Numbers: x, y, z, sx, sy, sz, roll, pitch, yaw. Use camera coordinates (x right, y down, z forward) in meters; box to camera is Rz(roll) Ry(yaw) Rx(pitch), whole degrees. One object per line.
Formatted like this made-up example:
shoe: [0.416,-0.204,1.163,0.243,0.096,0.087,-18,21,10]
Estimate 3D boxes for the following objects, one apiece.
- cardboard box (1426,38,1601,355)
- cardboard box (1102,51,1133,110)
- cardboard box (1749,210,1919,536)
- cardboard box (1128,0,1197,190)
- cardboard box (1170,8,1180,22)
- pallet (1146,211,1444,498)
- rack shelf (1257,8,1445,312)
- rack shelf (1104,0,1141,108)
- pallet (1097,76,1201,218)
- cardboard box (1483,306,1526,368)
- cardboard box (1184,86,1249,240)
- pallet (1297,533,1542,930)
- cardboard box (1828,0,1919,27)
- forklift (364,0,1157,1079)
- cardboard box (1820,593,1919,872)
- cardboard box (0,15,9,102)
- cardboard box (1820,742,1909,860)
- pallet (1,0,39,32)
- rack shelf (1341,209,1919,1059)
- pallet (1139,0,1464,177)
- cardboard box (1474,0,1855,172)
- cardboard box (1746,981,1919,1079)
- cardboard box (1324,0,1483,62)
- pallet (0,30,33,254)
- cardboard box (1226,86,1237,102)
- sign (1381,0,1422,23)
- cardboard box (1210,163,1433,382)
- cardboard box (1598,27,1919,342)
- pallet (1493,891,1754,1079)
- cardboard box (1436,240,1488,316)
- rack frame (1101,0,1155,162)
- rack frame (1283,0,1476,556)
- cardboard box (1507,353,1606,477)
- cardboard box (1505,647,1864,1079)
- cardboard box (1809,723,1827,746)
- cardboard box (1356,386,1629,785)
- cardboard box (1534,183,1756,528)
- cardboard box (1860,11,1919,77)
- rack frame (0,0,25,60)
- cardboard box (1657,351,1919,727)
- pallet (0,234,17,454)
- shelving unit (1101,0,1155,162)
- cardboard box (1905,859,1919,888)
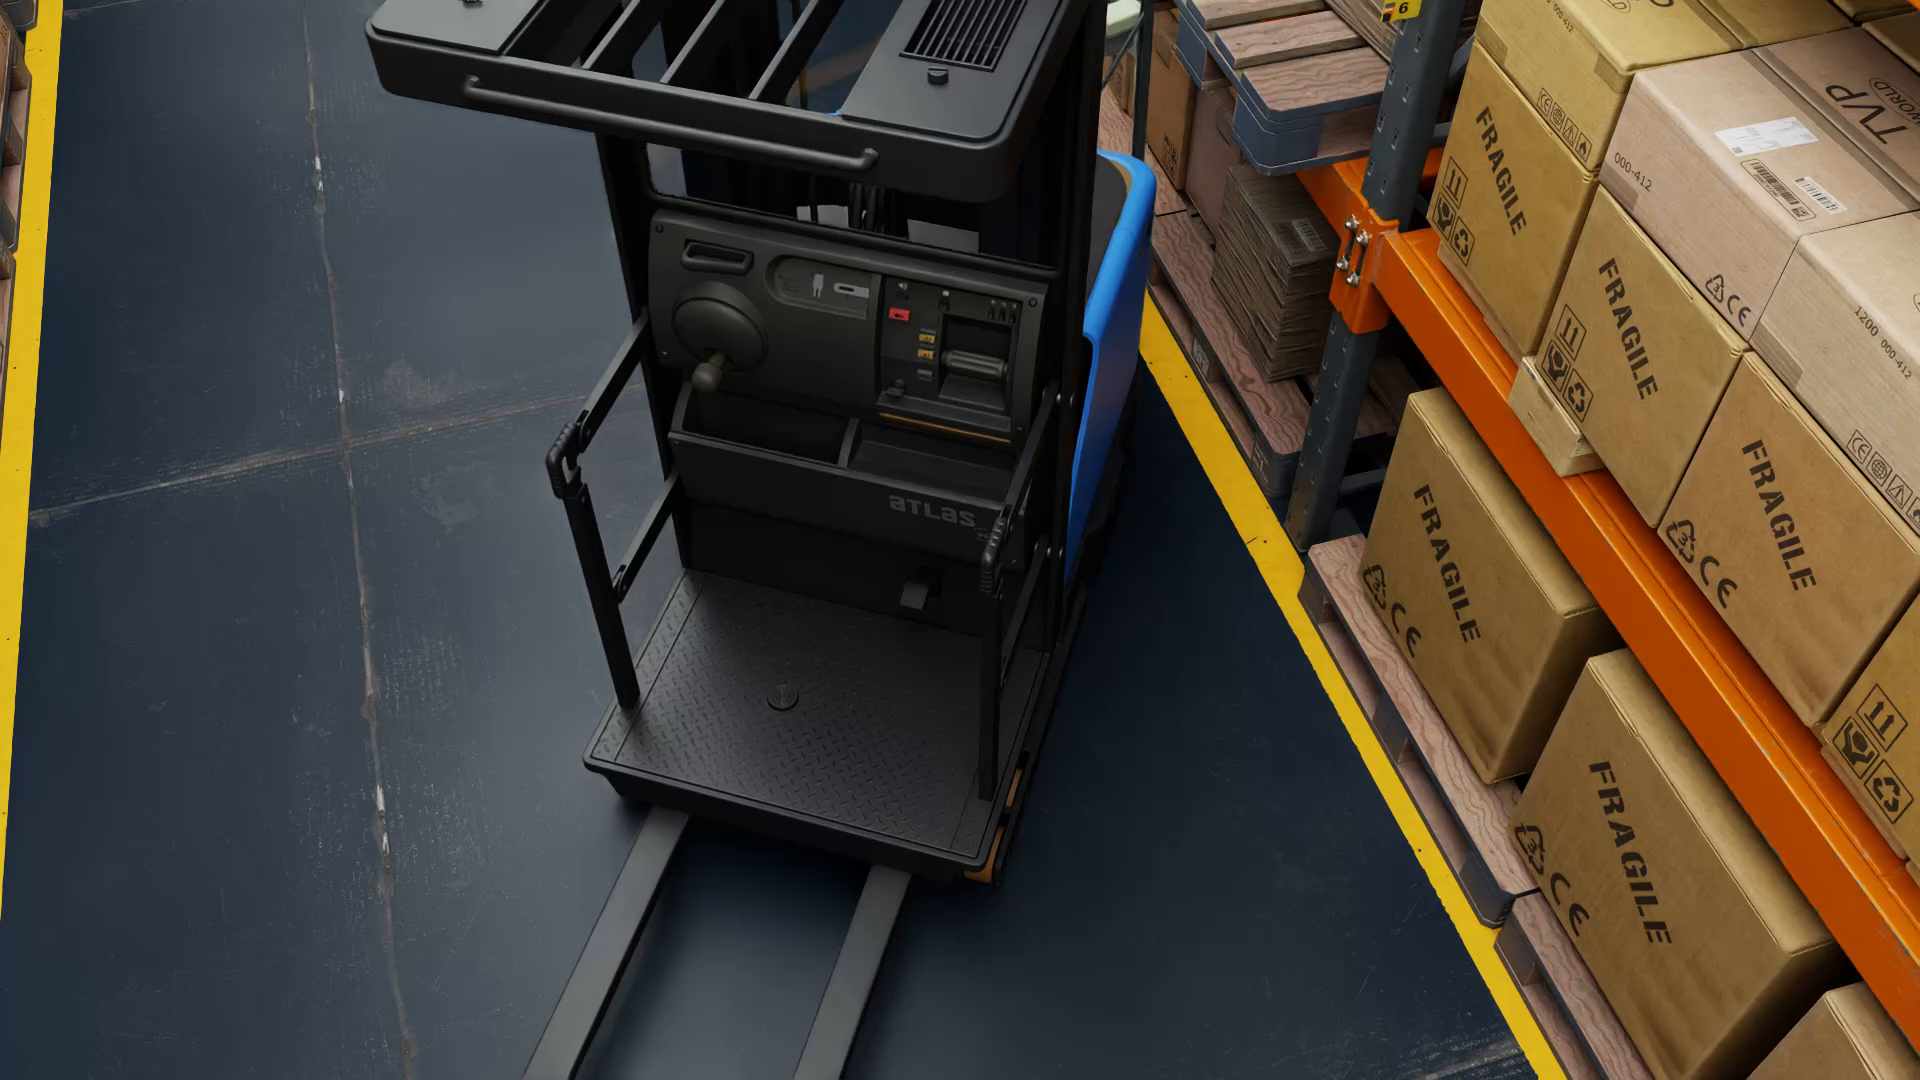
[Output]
cardboard box: [1.422,-0.799,3.689,0.500,0.500,0.500,-12,51,-10]
cardboard box: [0.886,-2.053,6.366,0.700,0.500,0.500,-13,51,-11]
cardboard box: [1.722,-0.307,2.783,0.500,0.250,0.500,-13,51,-11]
cardboard box: [1.045,-1.686,6.057,0.700,0.500,0.500,-14,51,-11]
cardboard box: [0.994,-1.974,5.809,0.500,0.250,0.500,-14,51,-11]
pallet: [1.293,-0.749,5.744,1.003,0.211,1.213,-13,51,-11]
rack shelf: [0.931,-2.306,5.703,1.077,0.370,4.000,-13,51,-11]
rack shelf: [0.205,-1.591,5.076,0.431,0.370,0.720,-25,55,-16]
pallet: [0.936,-1.639,6.494,1.003,0.211,1.213,-13,51,-11]
cardboard box: [1.465,-0.524,3.881,0.380,0.149,0.250,-13,51,-10]
cardboard box: [1.219,-1.330,5.756,0.700,0.500,0.500,-13,51,-11]
pallet: [1.684,0.415,4.762,1.003,0.211,1.213,-13,51,-11]
cardboard box: [1.904,-1.181,3.520,0.500,0.250,0.500,-12,51,-10]
forklift: [-0.328,-0.373,3.647,1.130,2.935,3.031,13,51,11]
cardboard box: [1.875,0.327,2.740,0.500,0.500,0.500,-12,51,-10]
cardboard box: [-3.992,-1.888,6.403,0.500,0.250,0.500,-14,51,-11]
cardboard box: [1.863,0.408,3.095,0.380,0.149,0.250,-13,51,-11]
pallet: [-4.587,-2.567,7.276,1.003,0.211,1.213,-13,51,-11]
rack shelf: [2.114,0.616,3.240,1.077,0.370,4.000,-13,51,-11]
pallet: [1.210,-1.512,4.688,1.213,0.211,1.003,-13,51,-11]
cardboard box: [1.419,-1.042,3.403,0.500,0.250,0.500,-12,51,-10]
cardboard box: [2.123,1.308,3.317,0.750,0.750,0.750,-12,51,-10]
cardboard box: [1.374,-1.592,4.277,0.700,0.500,0.500,-19,52,-15]
pallet: [-4.136,-1.448,6.332,1.003,0.211,1.213,-13,51,-11]
cardboard box: [1.151,-1.599,5.493,0.500,0.250,0.500,-12,51,-10]
sign: [1.007,-1.295,3.674,0.100,0.325,0.005,-13,51,-11]
cardboard box: [1.260,-0.927,5.417,0.700,0.500,0.500,-13,51,-10]
cardboard box: [1.570,-0.671,3.090,0.500,0.250,0.500,-14,51,-11]
pallet: [2.041,1.304,4.013,1.003,0.211,1.213,-13,51,-11]
cardboard box: [1.399,-0.710,4.038,0.380,0.149,0.250,-14,51,-12]
rack frame: [0.401,-1.106,5.186,0.400,1.500,0.023,-25,55,-16]
rack frame: [1.523,-1.077,4.196,1.000,3.000,0.127,-13,51,-11]
cardboard box: [1.463,-0.311,3.701,0.380,0.149,0.250,-12,51,-10]
cardboard box: [1.868,0.688,3.839,0.750,0.750,0.750,-14,51,-11]
cardboard box: [1.806,0.224,3.251,0.380,0.149,0.250,-13,51,-10]
cardboard box: [1.615,0.047,4.380,0.750,0.750,0.750,-14,51,-11]
cardboard box: [1.568,-0.414,3.364,0.500,0.500,0.500,-12,51,-10]
cardboard box: [2.054,-0.802,3.200,0.500,0.250,0.500,-15,51,-12]
rack frame: [-4.391,-2.876,5.712,1.000,3.000,0.127,-13,51,-11]
cardboard box: [1.713,-0.052,3.059,0.500,0.500,0.500,-14,51,-11]
pallet: [-3.772,-0.555,5.580,1.003,0.211,1.213,-13,51,-11]
shelving unit: [0.219,-1.353,5.385,0.431,1.500,0.755,-25,55,-16]
cardboard box: [1.934,0.602,2.932,0.380,0.149,0.250,-12,51,-10]
